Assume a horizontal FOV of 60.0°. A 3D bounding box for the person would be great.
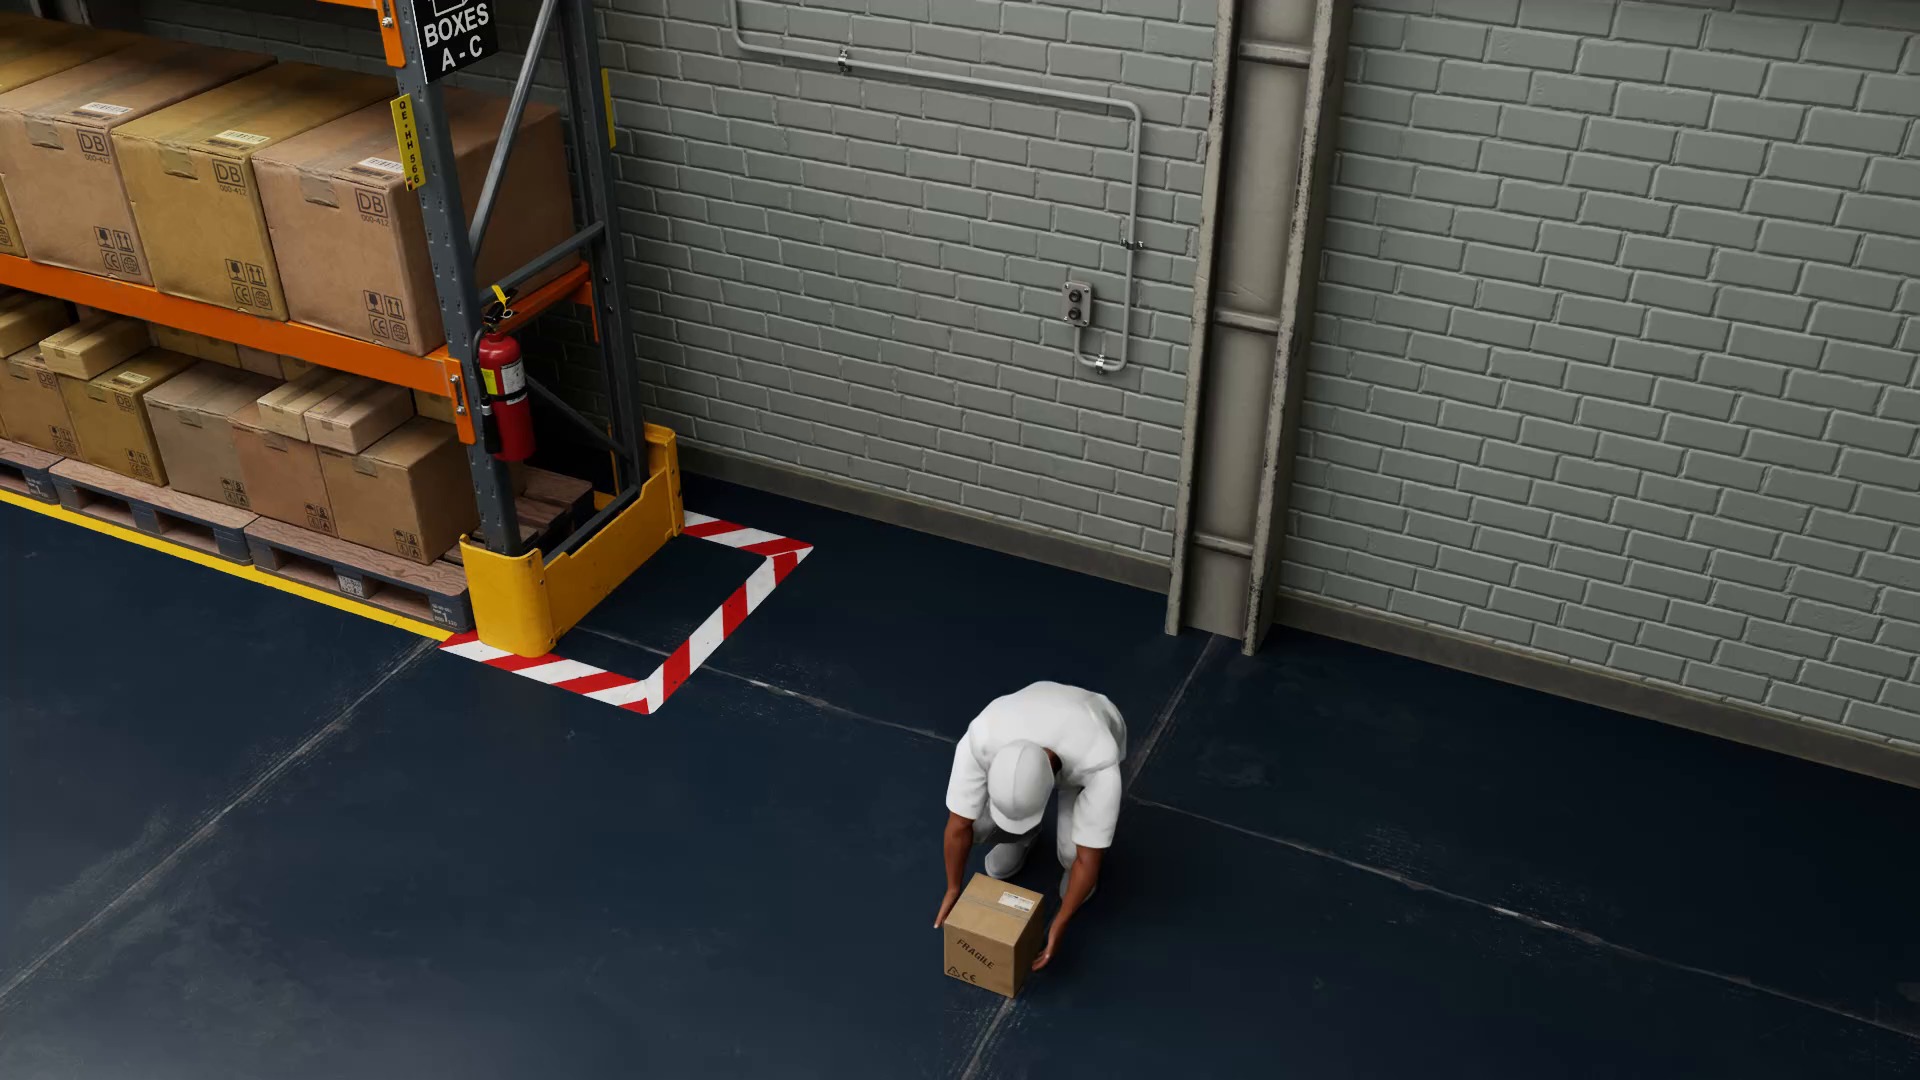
[{"bbox_3d":[0.295,0.830,5.562,0.572,0.878,0.898,14,36,20],"label":"person"}]
